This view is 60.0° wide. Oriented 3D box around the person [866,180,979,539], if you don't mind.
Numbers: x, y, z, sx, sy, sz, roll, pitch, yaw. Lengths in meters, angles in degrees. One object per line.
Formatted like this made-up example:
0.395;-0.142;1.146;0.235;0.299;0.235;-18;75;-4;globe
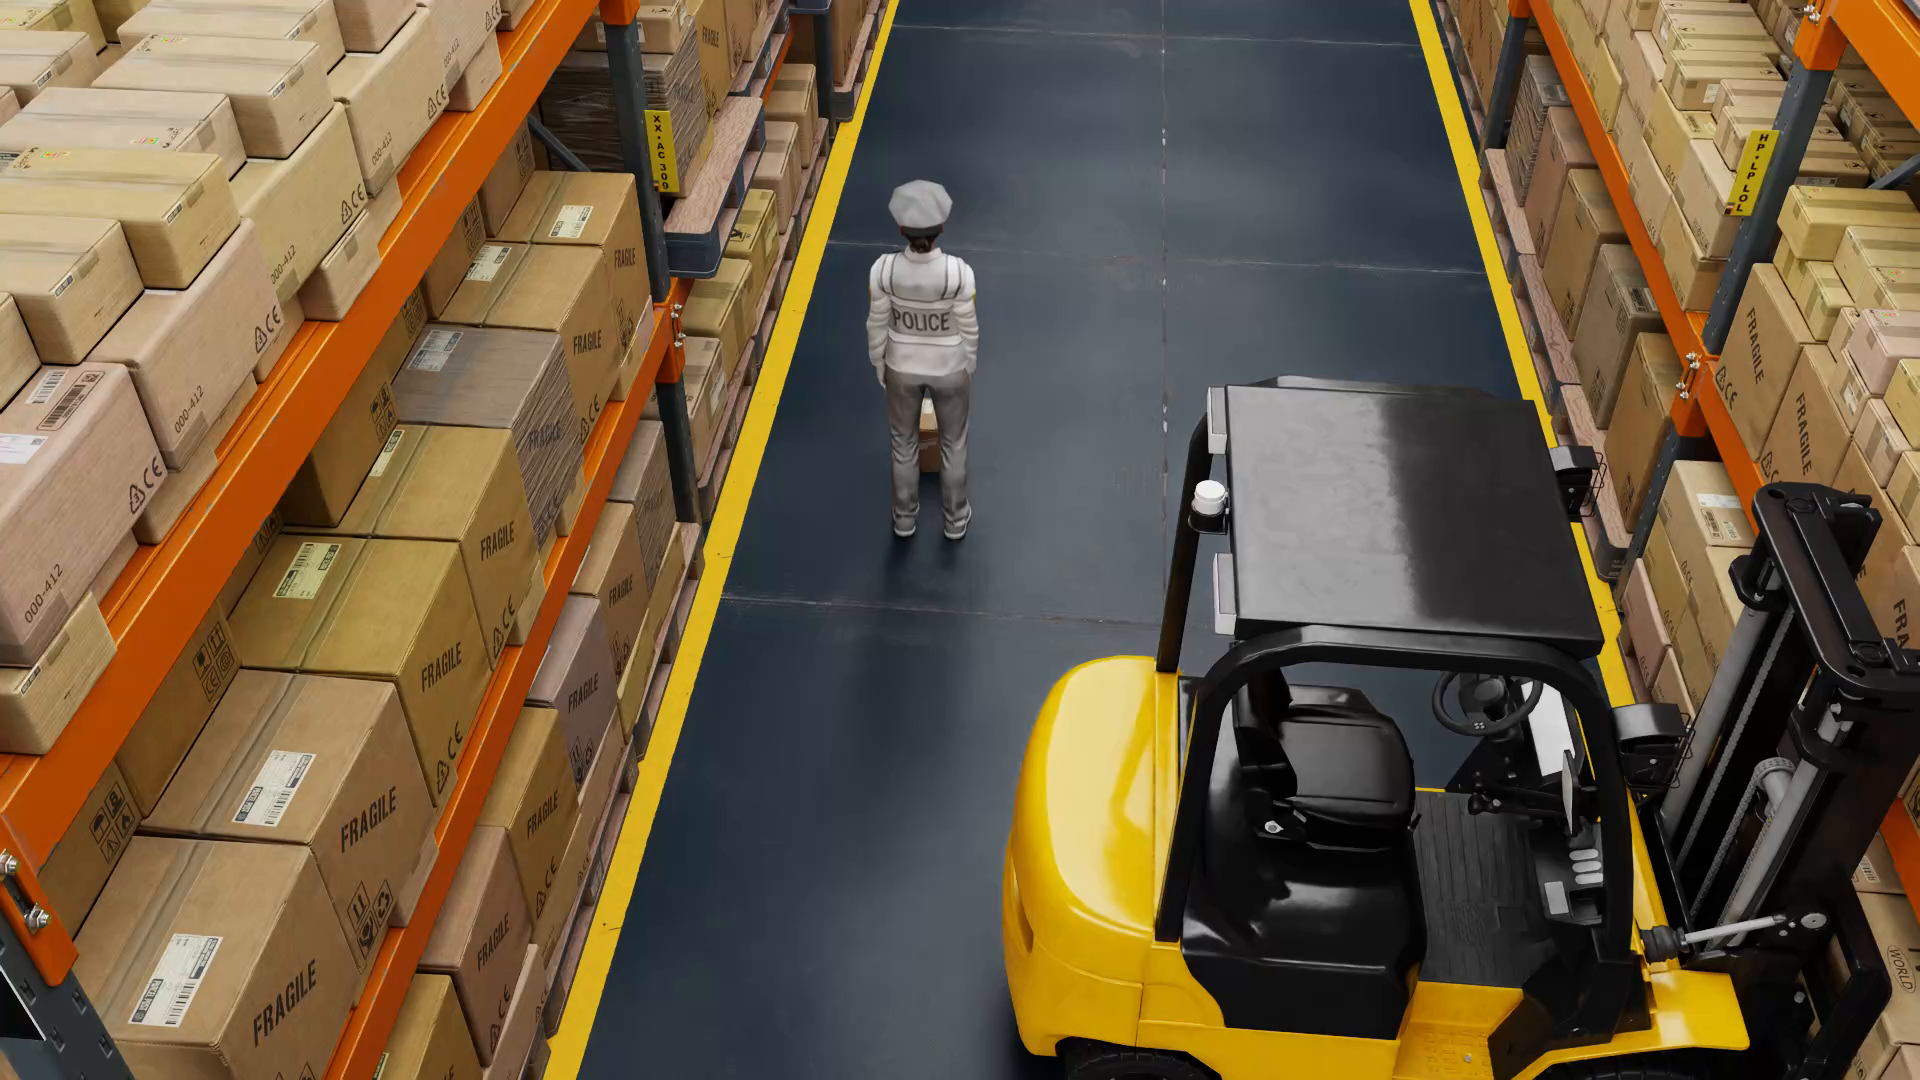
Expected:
-0.152;-0.729;7.007;0.466;1.680;0.340;4;40;4;person
